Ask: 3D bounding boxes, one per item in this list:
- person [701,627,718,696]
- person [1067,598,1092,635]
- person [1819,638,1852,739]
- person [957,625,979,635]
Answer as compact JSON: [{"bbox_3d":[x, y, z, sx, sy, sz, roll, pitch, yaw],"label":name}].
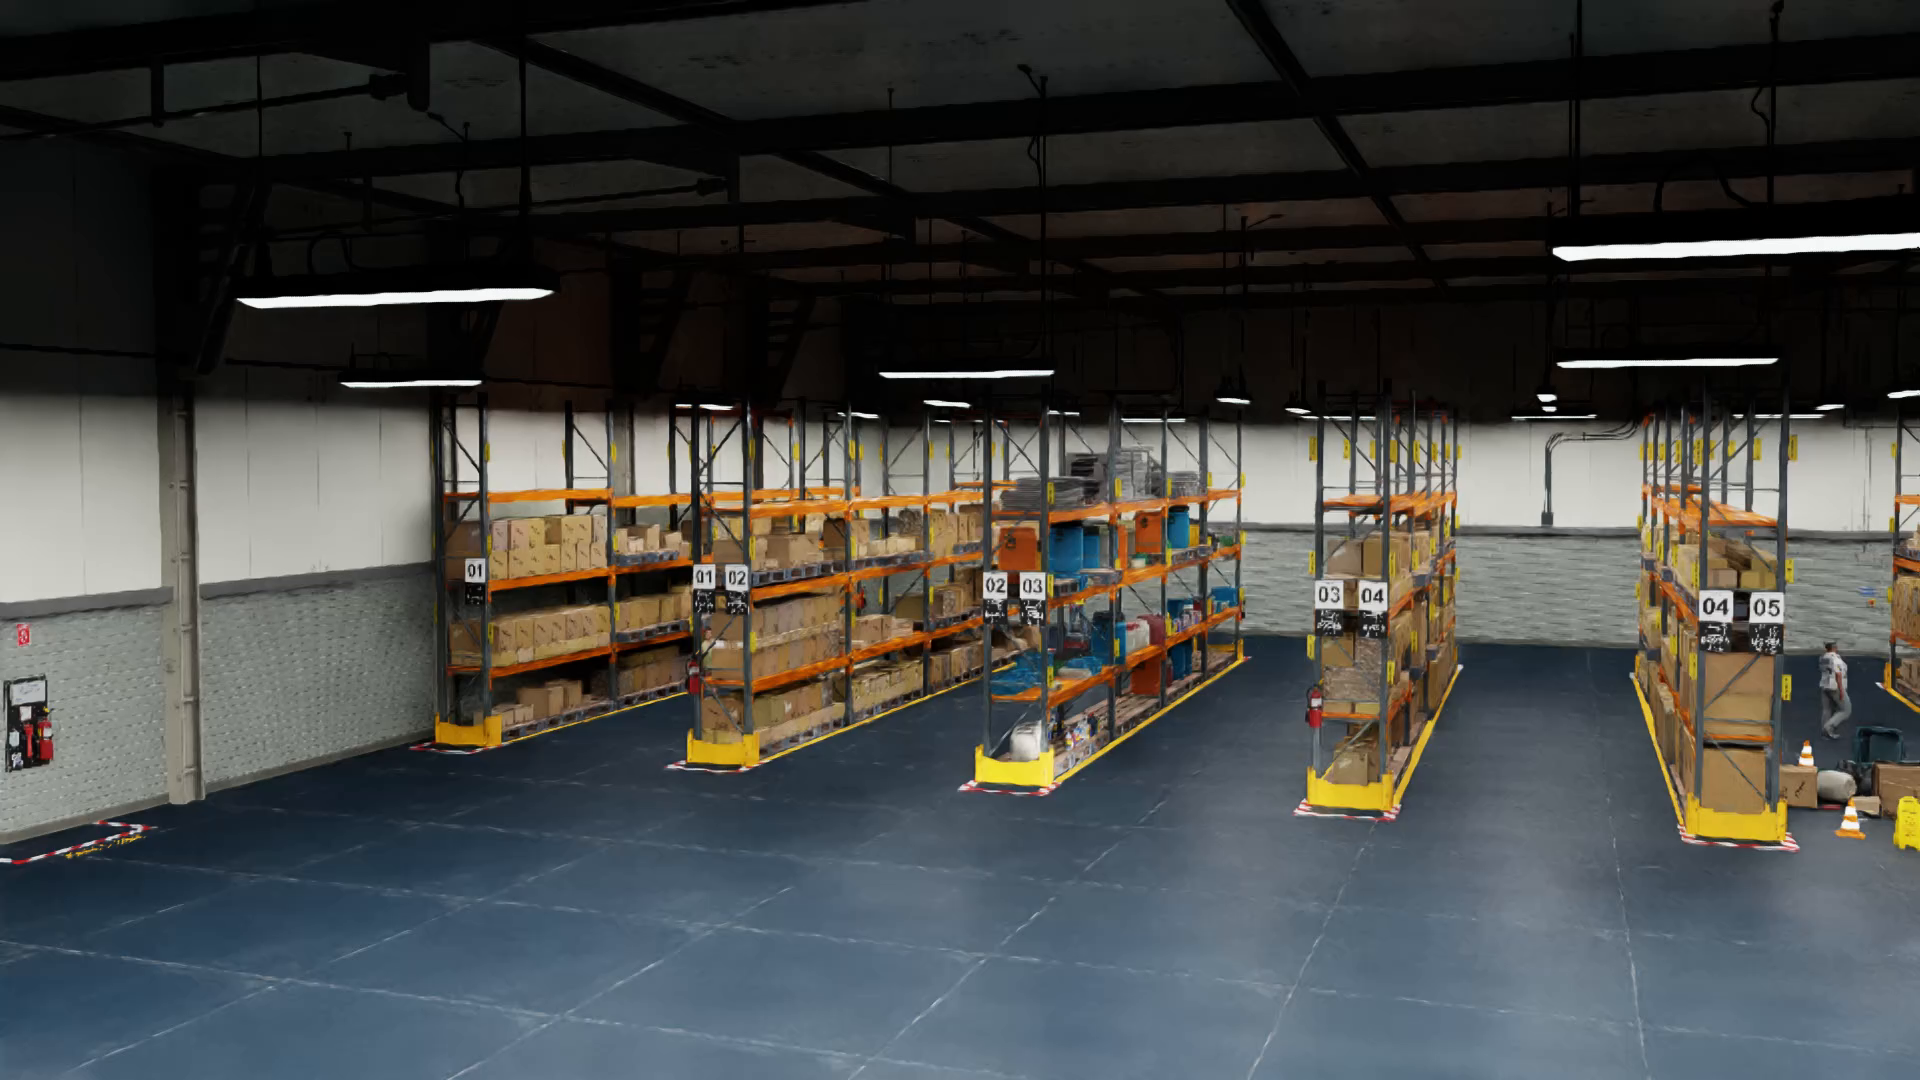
[{"bbox_3d":[-4.826,2.477,32.087,0.445,1.605,1.017,1,3,11],"label":"person"},{"bbox_3d":[3.176,1.744,44.466,0.744,1.755,0.568,-2,4,-31],"label":"person"},{"bbox_3d":[15.116,2.590,28.819,0.467,1.755,0.578,0,3,-7],"label":"person"},{"bbox_3d":[0.245,1.811,43.622,0.772,1.719,0.584,-2,4,-33],"label":"person"}]
